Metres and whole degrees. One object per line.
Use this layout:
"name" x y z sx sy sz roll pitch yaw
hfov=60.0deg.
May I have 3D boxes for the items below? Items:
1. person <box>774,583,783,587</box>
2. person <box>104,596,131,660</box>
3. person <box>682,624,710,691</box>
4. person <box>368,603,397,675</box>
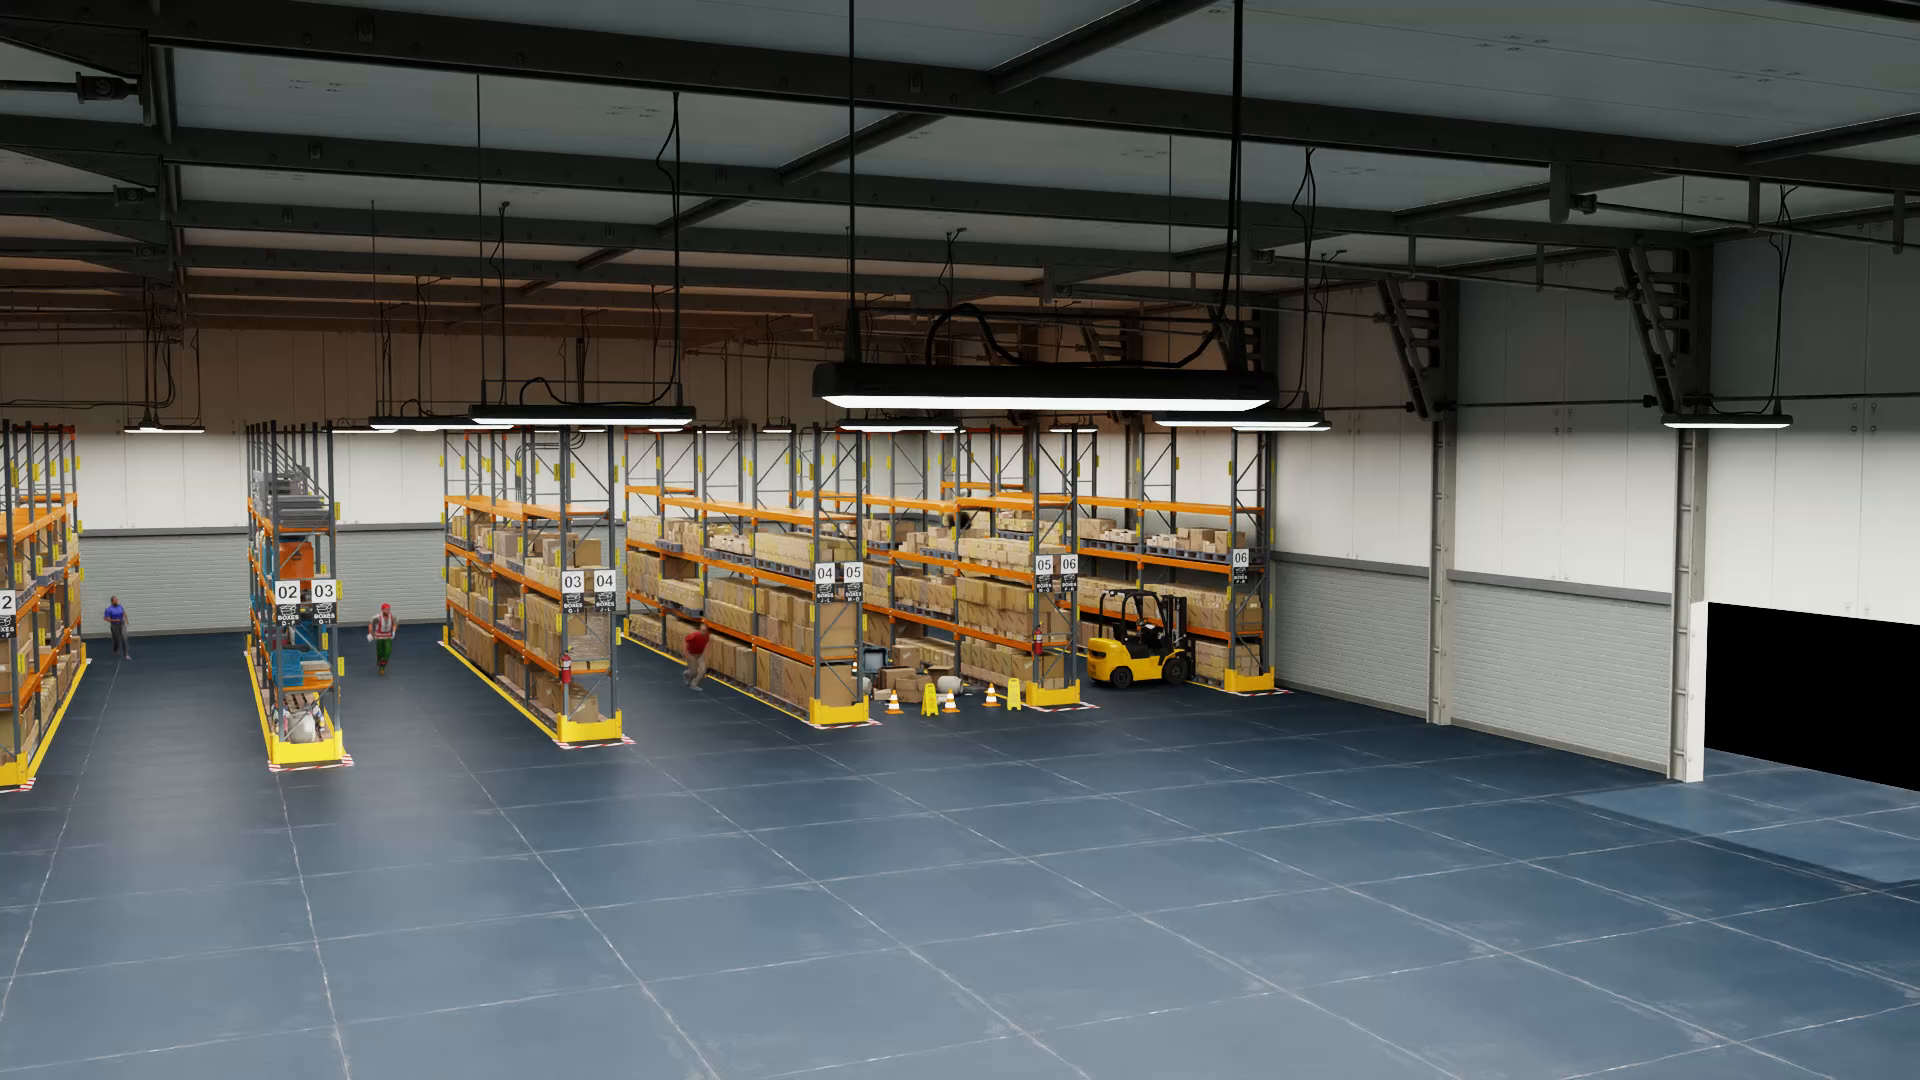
"person" -4.869 2.018 46.043 0.800 1.654 0.585 2 4 31
"person" -21.639 2.255 42.639 0.871 1.643 0.604 3 5 41
"person" -5.980 2.630 37.398 0.681 1.536 0.922 -3 5 -41
"person" -13.898 2.368 40.049 0.669 1.715 0.704 -3 5 -38
